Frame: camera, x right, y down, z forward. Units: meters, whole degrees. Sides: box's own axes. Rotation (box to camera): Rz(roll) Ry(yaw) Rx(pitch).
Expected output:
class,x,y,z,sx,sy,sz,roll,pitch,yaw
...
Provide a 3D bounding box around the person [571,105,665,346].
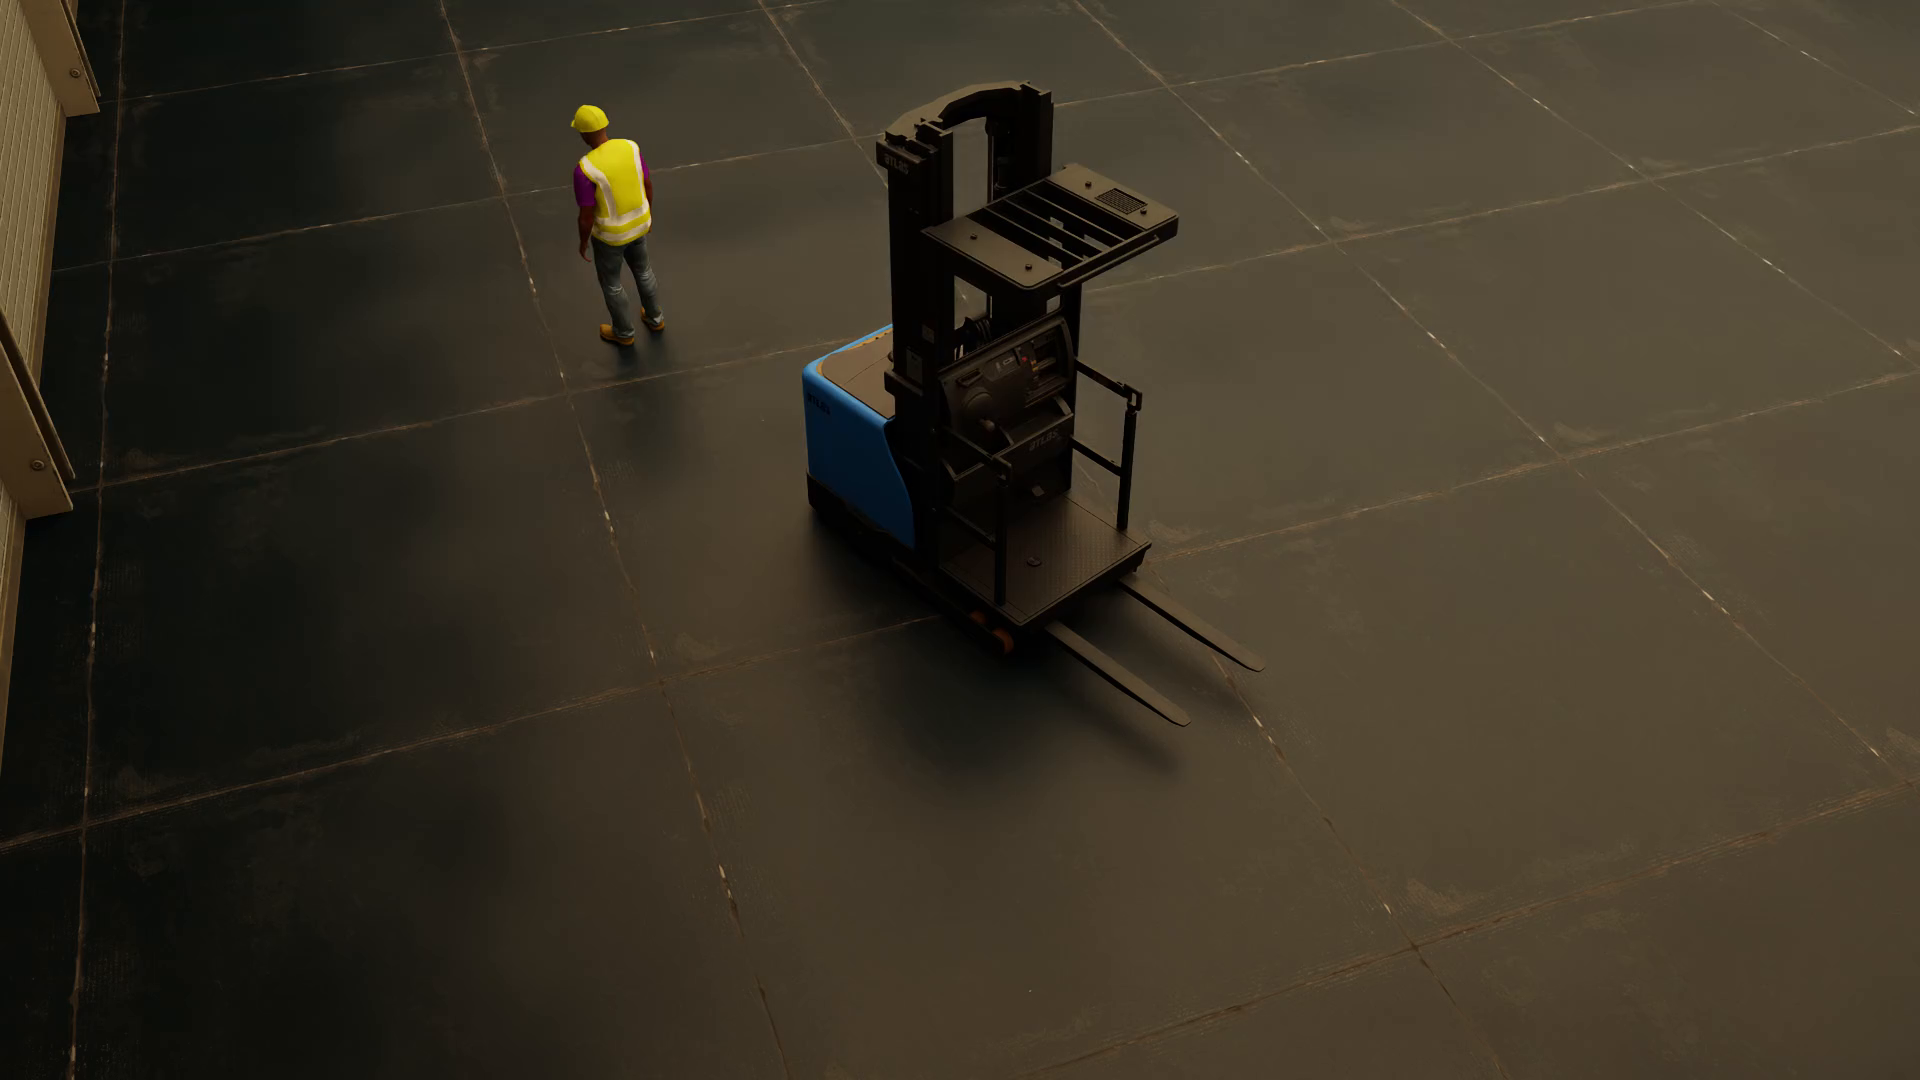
class,x,y,z,sx,sy,sz,roll,pitch,yaw
person,-2.381,-2.169,11.497,0.462,1.755,0.632,31,49,31

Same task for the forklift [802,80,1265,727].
class,x,y,z,sx,sy,sz,roll,pitch,yaw
forklift,0.409,-0.833,8.988,1.130,2.935,3.031,-30,49,-31
